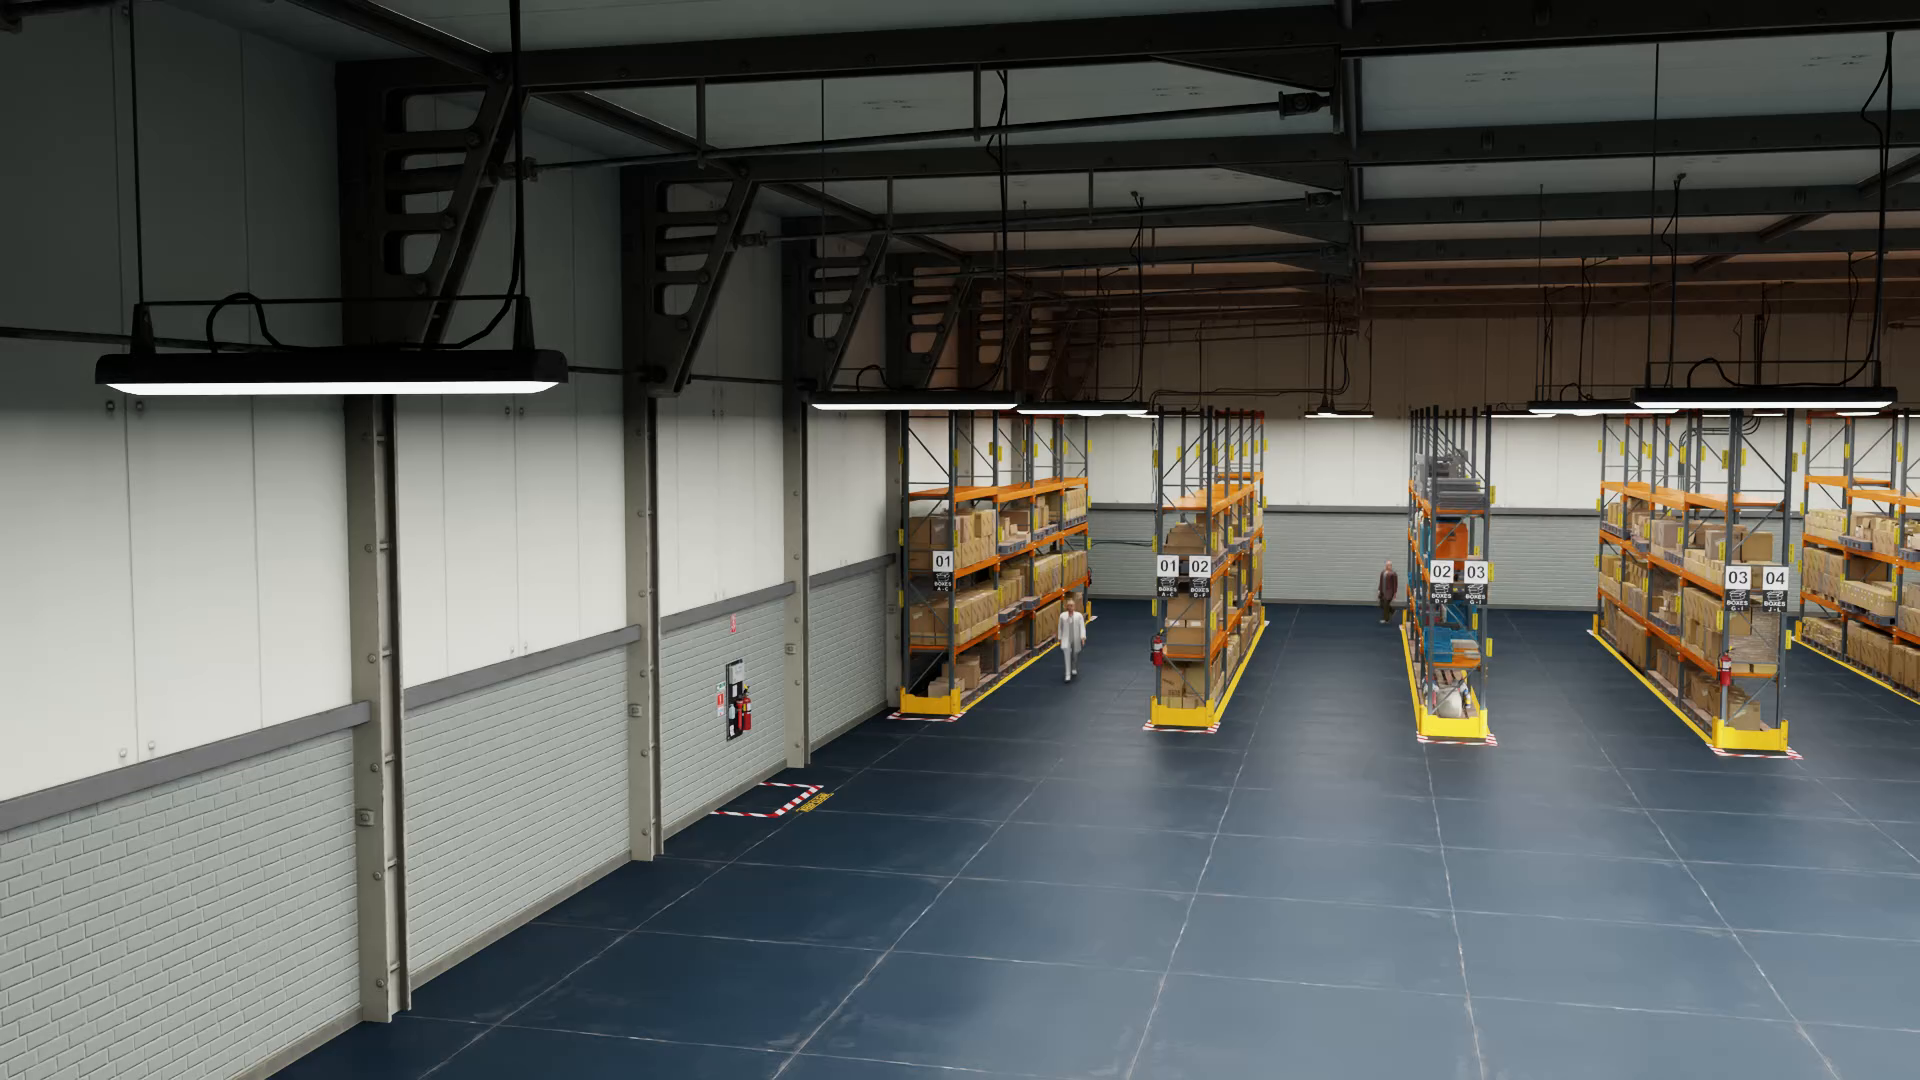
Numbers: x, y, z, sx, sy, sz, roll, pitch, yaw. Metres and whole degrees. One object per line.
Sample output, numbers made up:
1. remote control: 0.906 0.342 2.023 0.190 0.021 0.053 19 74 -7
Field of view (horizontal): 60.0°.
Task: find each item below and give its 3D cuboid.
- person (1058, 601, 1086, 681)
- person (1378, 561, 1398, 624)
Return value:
1. person: 2.468 2.207 36.714 0.587 1.725 1.159 0 4 -1
2. person: 12.079 1.461 46.849 0.804 1.756 0.590 -2 5 -30
